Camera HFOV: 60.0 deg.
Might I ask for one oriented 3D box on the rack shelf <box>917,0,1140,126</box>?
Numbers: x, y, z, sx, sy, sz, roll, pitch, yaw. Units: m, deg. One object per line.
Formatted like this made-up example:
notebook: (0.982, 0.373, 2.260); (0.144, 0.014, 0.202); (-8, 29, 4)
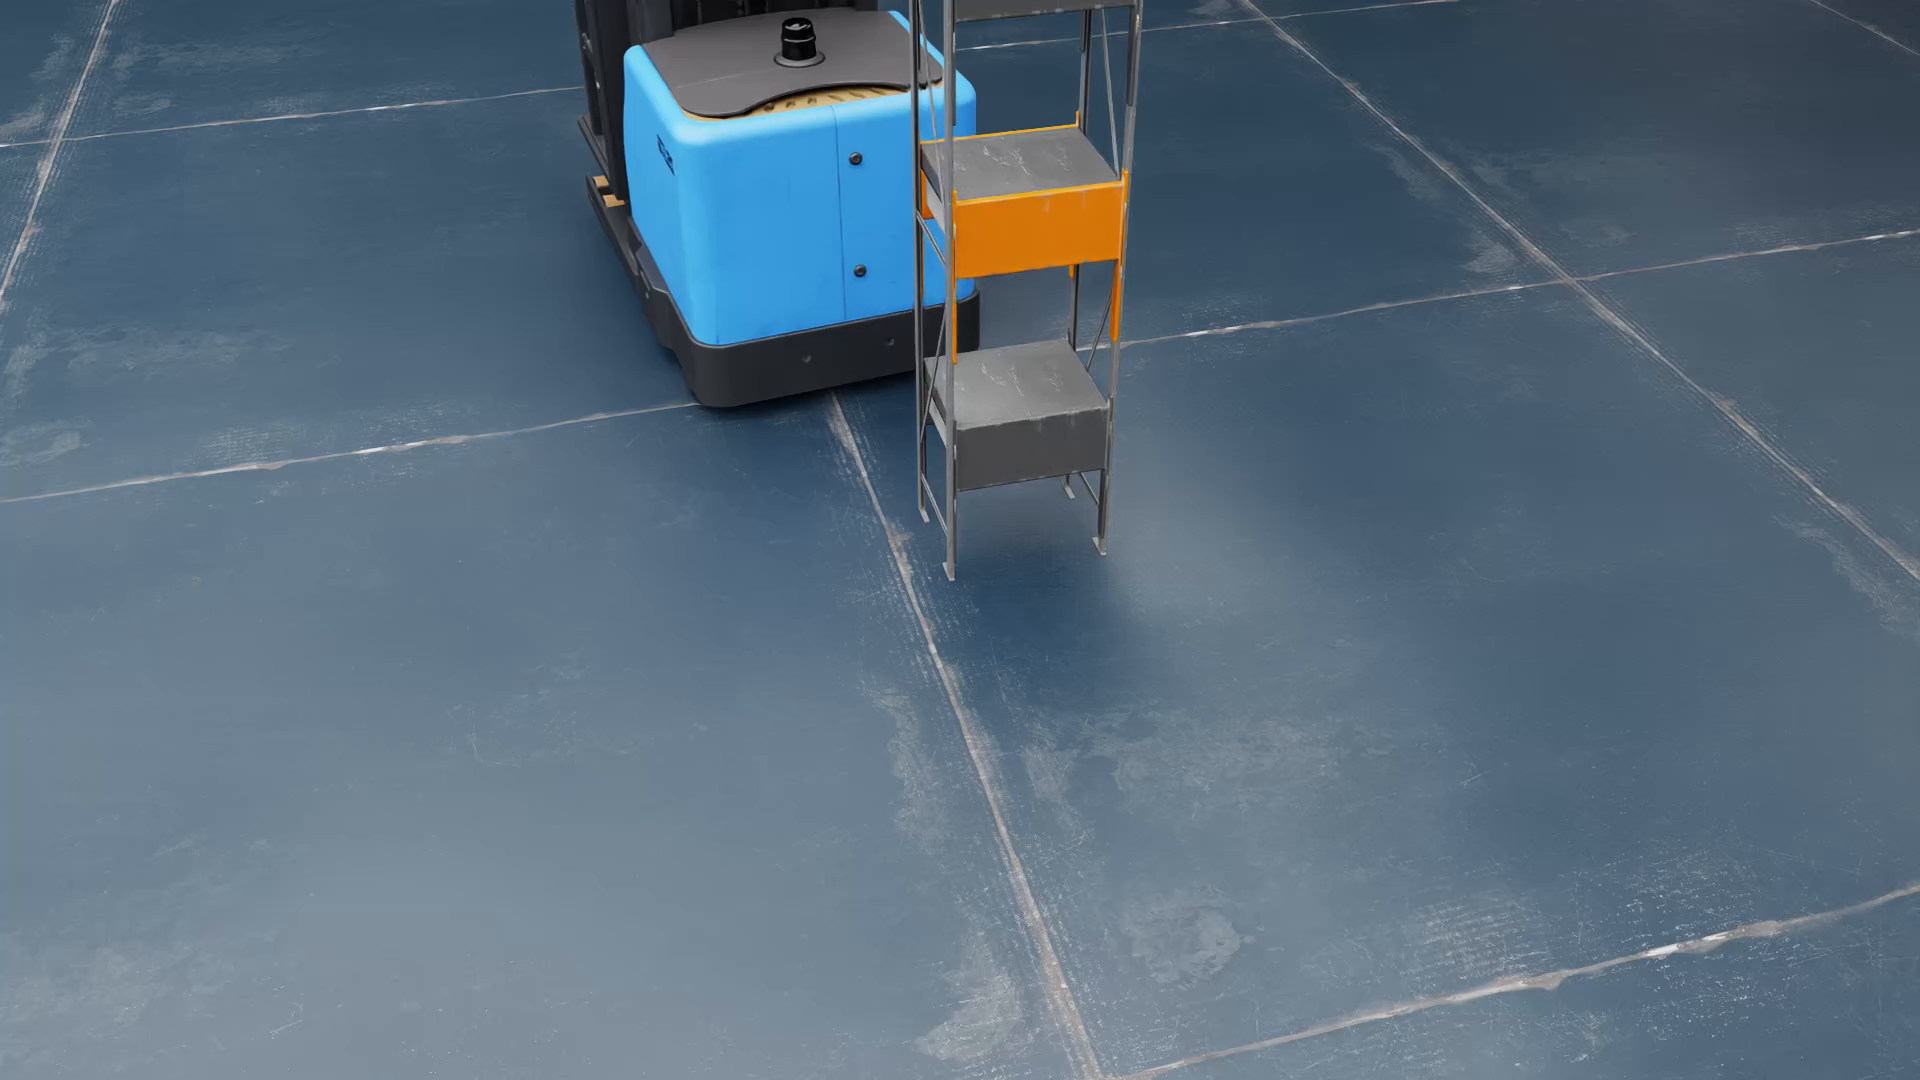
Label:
rack shelf: (0.160, -1.405, 4.229); (0.480, 0.518, 0.431); (-9, 38, -12)

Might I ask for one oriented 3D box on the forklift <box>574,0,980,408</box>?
forklift: (-0.936, -2.516, 6.127); (1.130, 2.935, 3.031); (-13, 39, -17)

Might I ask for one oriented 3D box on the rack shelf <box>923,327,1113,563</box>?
rack shelf: (0.160, -0.293, 5.080); (0.480, 0.518, 0.431); (-9, 38, -12)

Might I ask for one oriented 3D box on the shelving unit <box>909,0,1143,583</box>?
shelving unit: (0.160, -0.860, 4.646); (0.503, 2.100, 0.431); (-9, 38, -12)

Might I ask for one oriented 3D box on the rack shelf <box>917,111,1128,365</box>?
rack shelf: (0.160, -0.849, 4.655); (0.480, 0.518, 0.431); (-9, 38, -12)

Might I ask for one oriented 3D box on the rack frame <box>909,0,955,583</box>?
rack frame: (-0.076, -0.822, 4.596); (0.015, 2.100, 0.400); (-9, 38, -12)

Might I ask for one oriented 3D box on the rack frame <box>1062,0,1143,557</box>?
rack frame: (0.395, -0.899, 4.697); (0.015, 2.100, 0.400); (-9, 38, -12)
